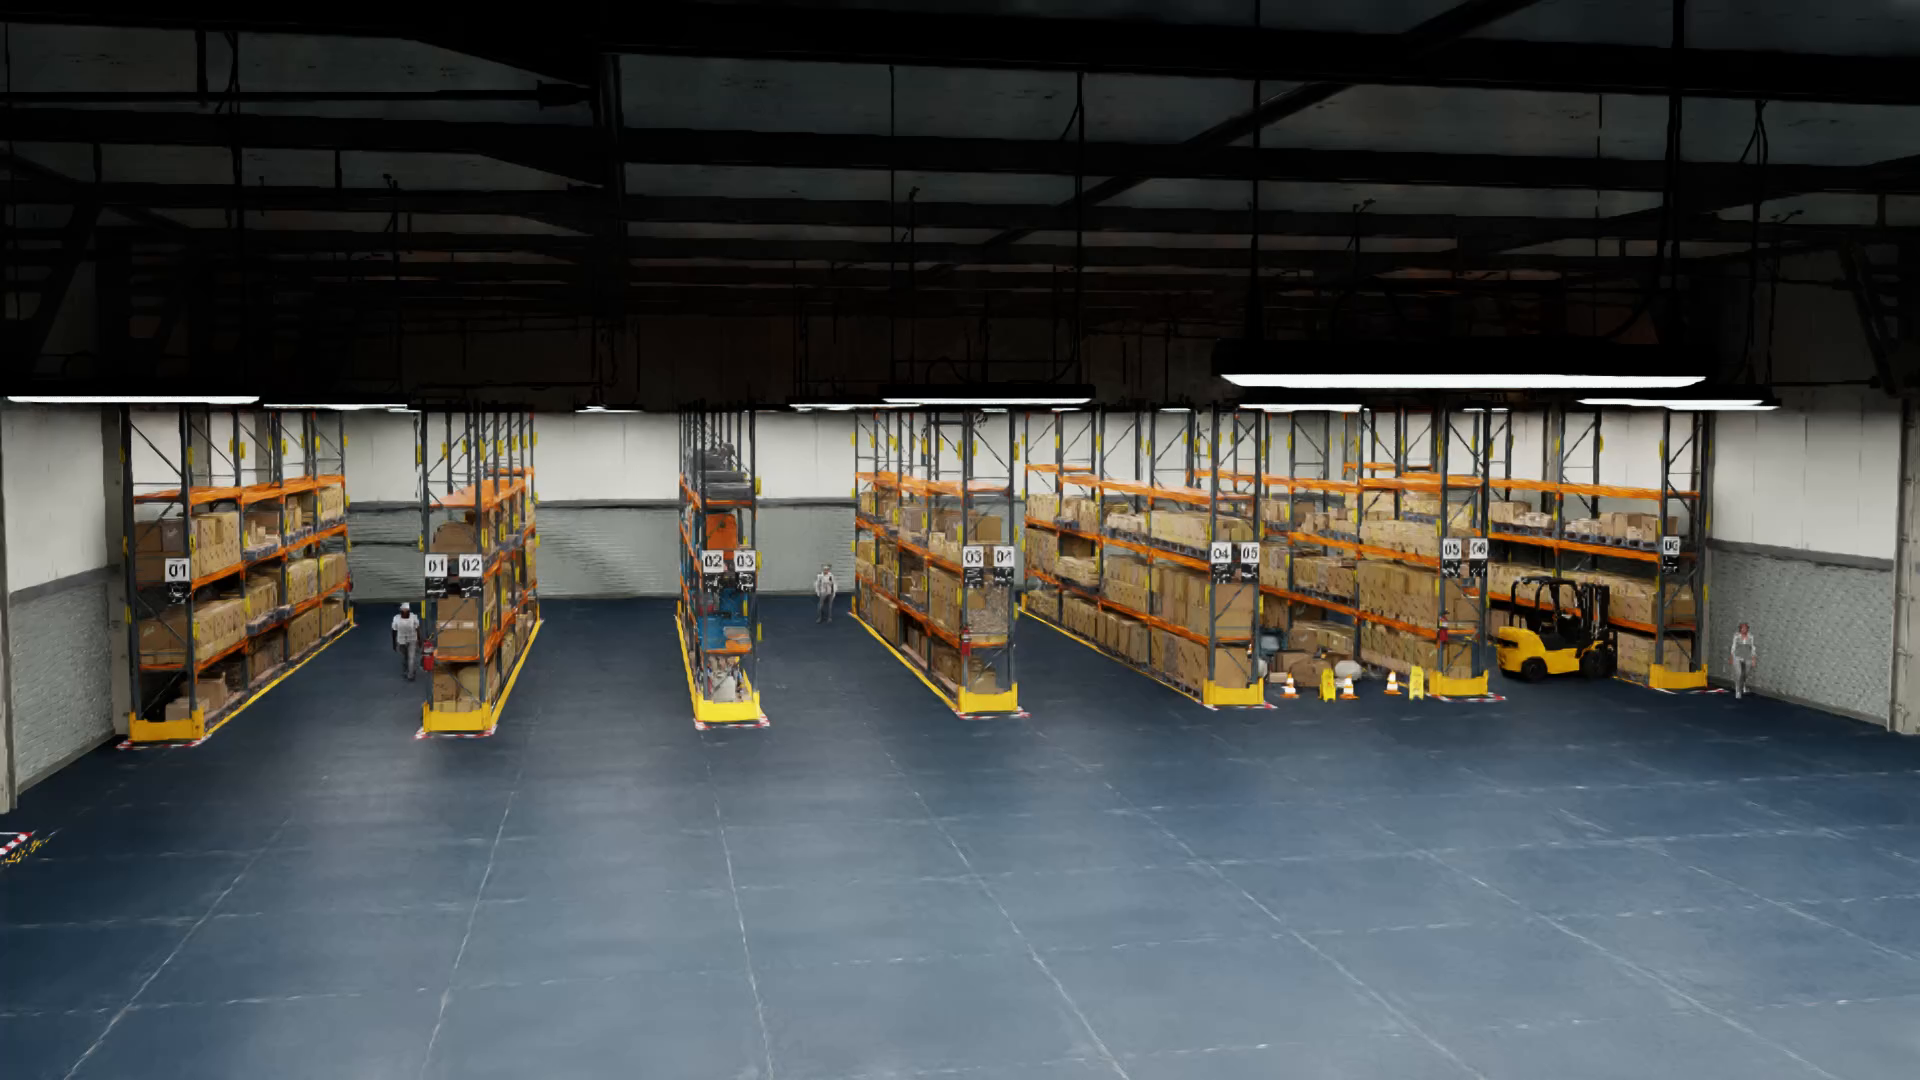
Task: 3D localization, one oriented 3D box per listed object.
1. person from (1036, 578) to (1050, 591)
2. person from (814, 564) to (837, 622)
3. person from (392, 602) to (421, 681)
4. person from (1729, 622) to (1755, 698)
[{"bbox_3d":[2.513,0.996,50.957,0.488,1.781,0.717,3,5,31],"label":"person"},{"bbox_3d":[-3.705,1.458,45.841,0.639,1.632,0.512,-1,4,-13],"label":"person"},{"bbox_3d":[-11.941,2.167,35.828,0.577,1.687,1.121,-1,4,-9],"label":"person"},{"bbox_3d":[15.864,2.404,33.722,0.455,1.531,0.867,1,4,10],"label":"person"}]
